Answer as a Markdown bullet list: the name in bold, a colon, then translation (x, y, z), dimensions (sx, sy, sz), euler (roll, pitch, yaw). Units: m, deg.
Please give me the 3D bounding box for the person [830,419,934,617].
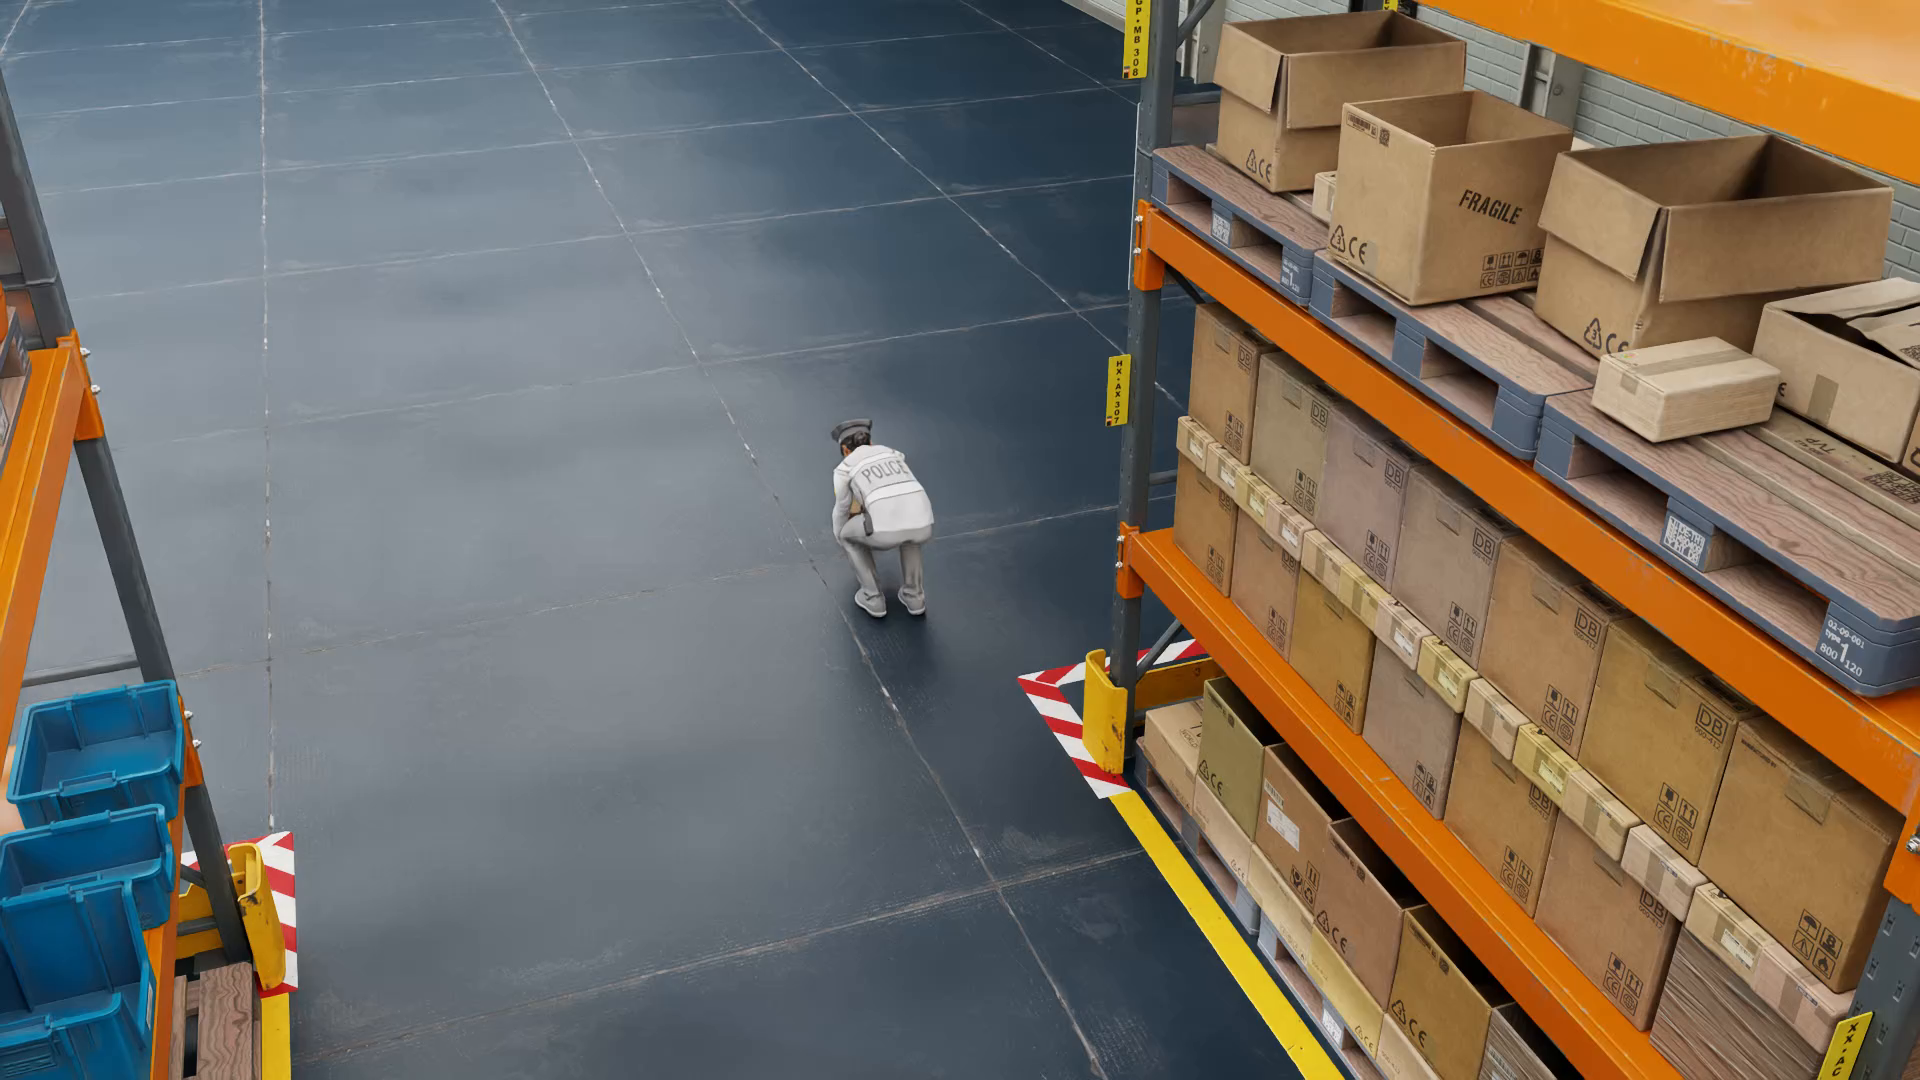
- **person**: translation (-0.442, -0.113, 9.218), dimensions (0.455, 0.983, 0.906), euler (-12, 32, -19)
